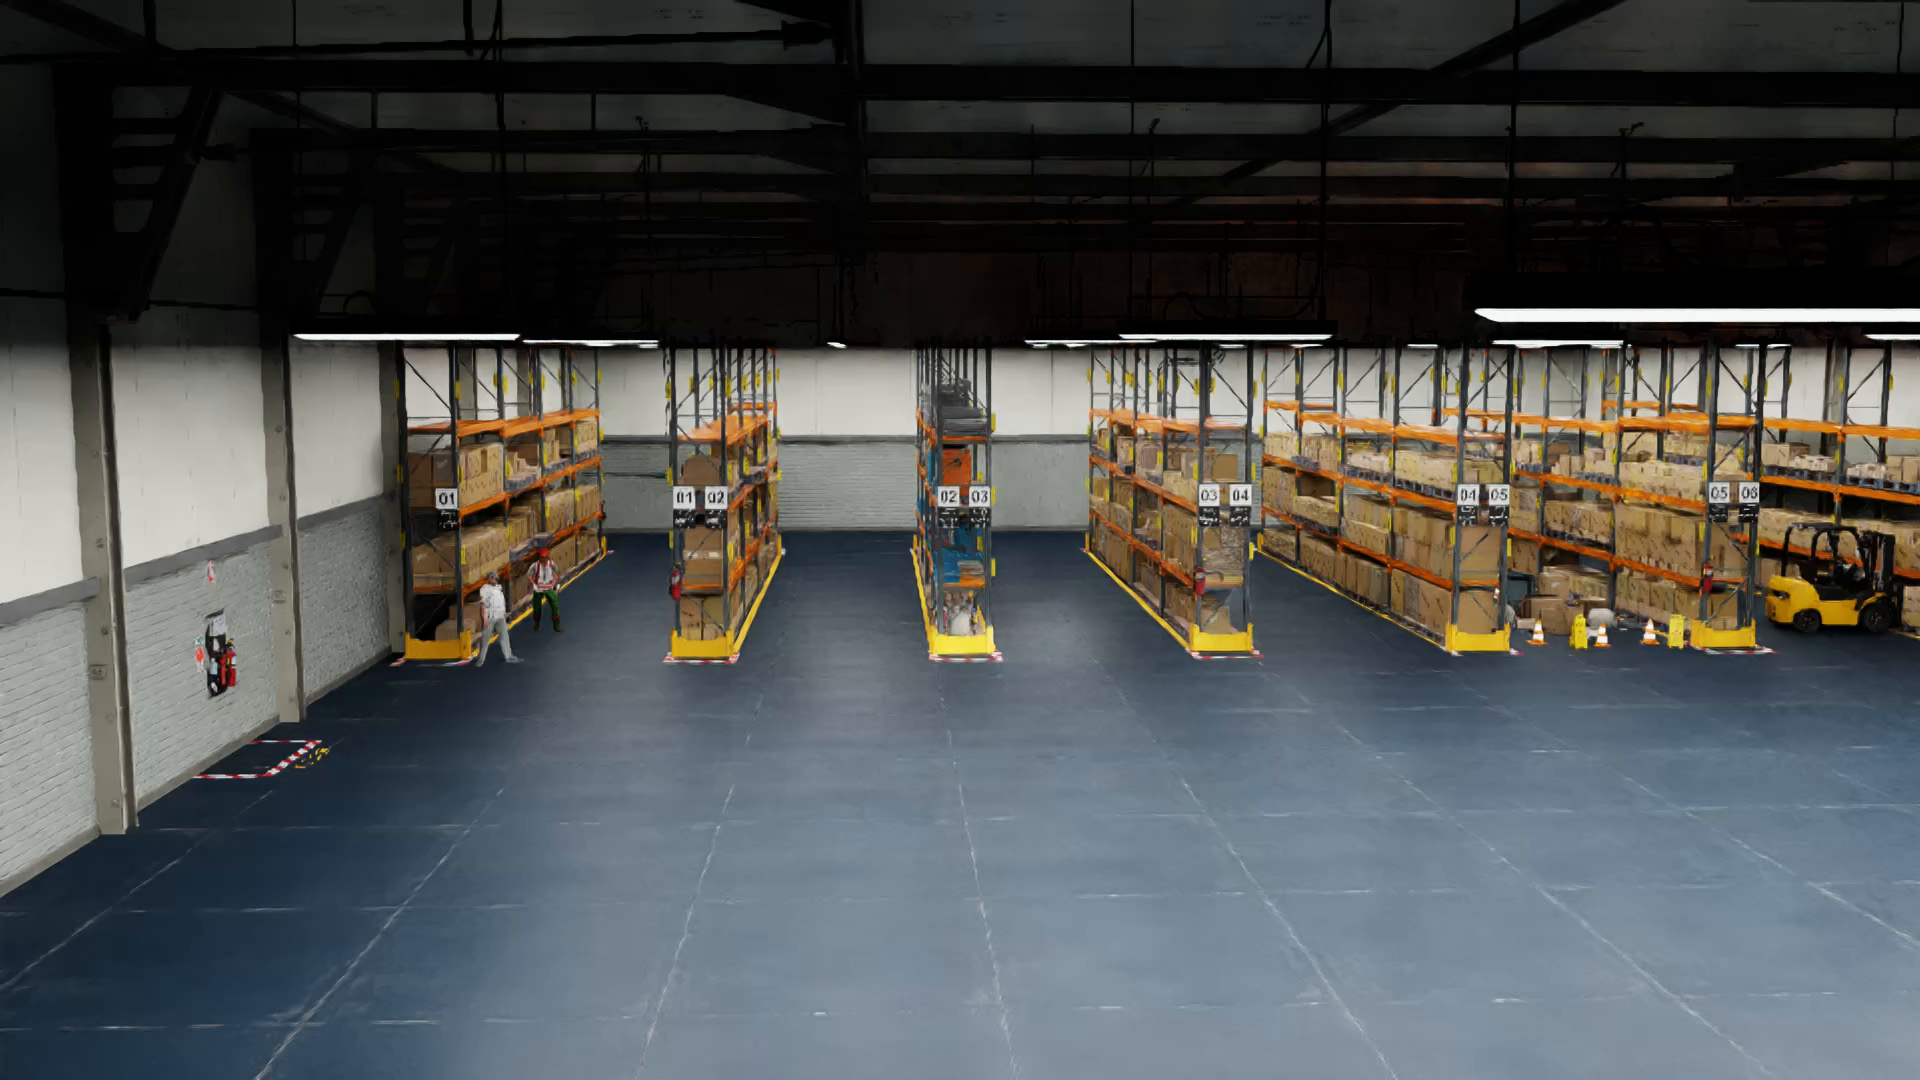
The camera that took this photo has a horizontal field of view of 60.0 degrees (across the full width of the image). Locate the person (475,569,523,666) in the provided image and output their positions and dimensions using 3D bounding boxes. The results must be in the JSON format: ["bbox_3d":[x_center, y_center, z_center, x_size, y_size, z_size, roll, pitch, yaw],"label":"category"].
[{"bbox_3d":[-8.477,1.399,30.338,0.585,1.755,0.772,4,8,35],"label":"person"}]

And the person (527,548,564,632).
[{"bbox_3d":[-8.484,1.006,33.957,0.686,1.716,0.825,-2,7,-19],"label":"person"}]

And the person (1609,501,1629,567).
[{"bbox_3d":[17.518,-0.155,43.942,0.594,1.763,0.681,2,7,16],"label":"person"}]
